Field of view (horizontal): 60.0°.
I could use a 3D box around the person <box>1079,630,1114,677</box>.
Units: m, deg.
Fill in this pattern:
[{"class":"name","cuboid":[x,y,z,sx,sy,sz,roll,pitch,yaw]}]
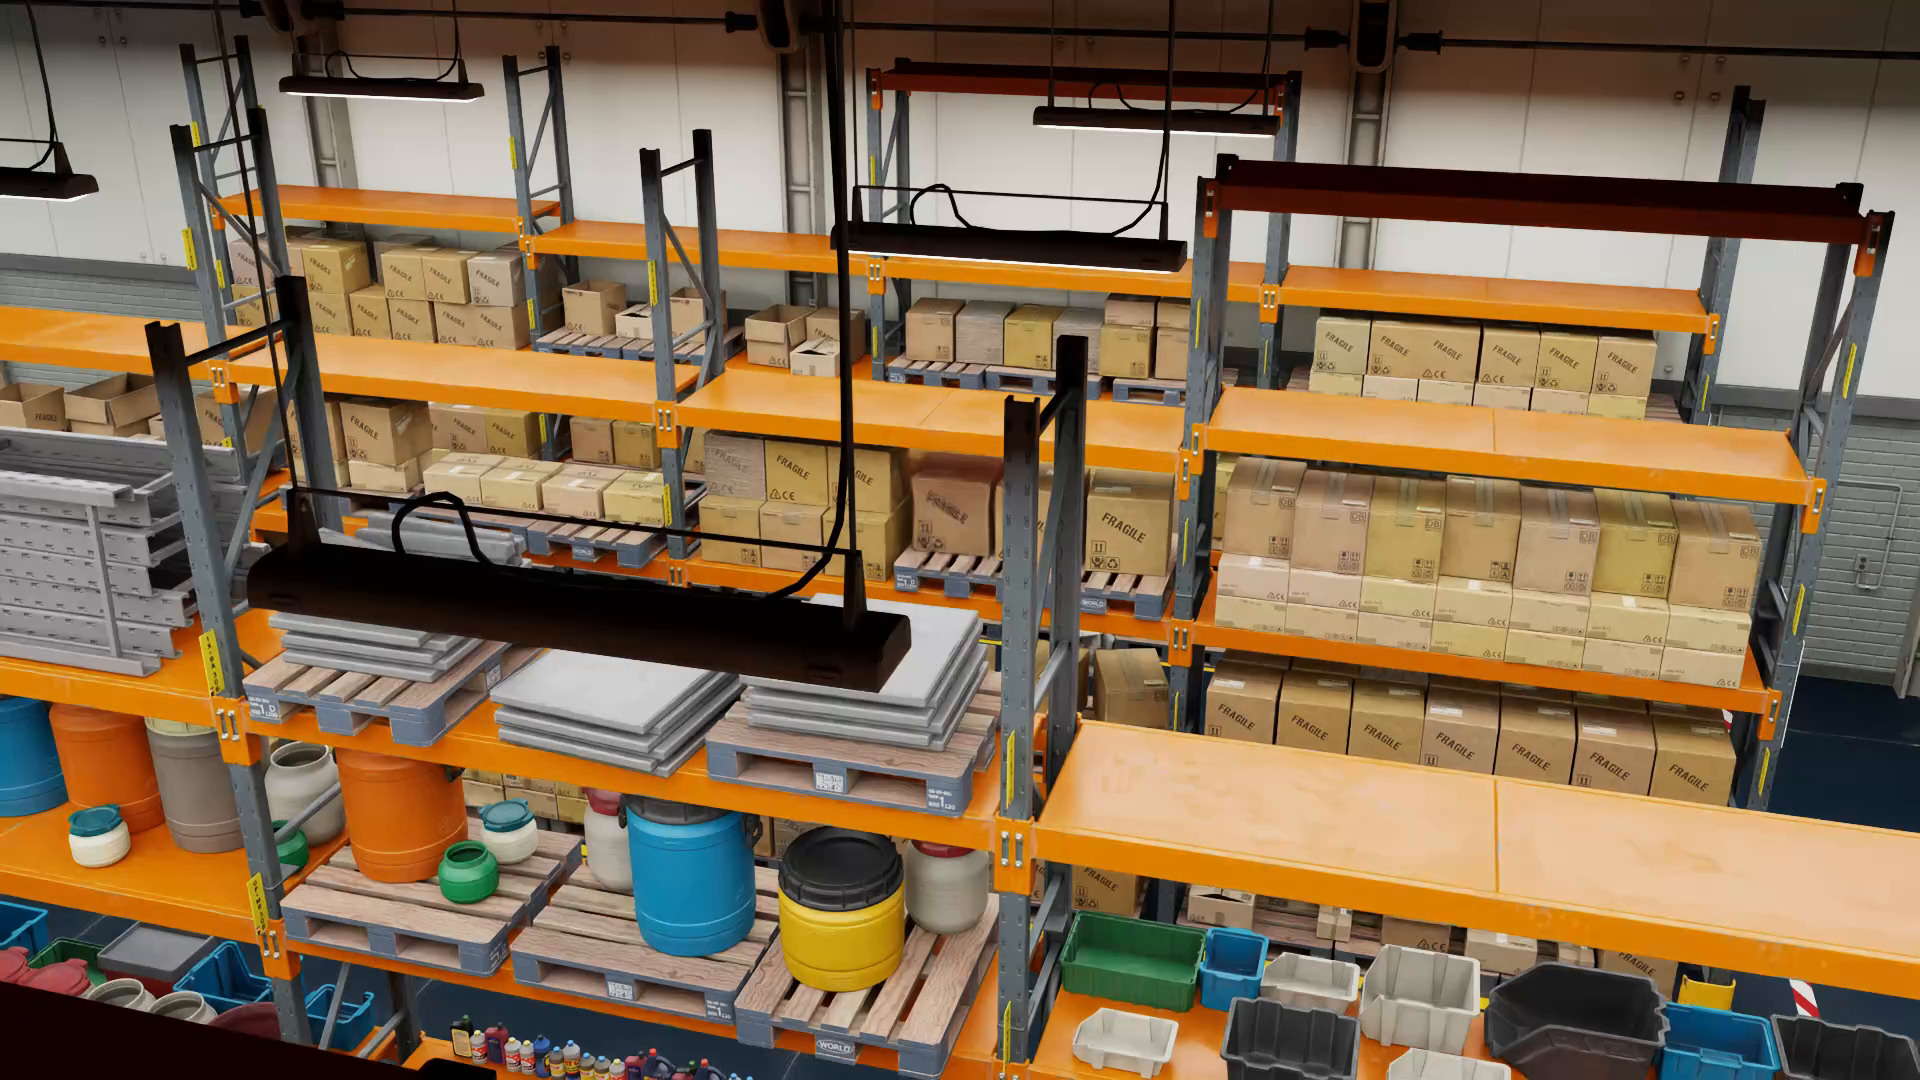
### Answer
[{"class":"person","cuboid":[1.286,0.747,16.512,0.531,1.513,0.606,17,28,35]}]
